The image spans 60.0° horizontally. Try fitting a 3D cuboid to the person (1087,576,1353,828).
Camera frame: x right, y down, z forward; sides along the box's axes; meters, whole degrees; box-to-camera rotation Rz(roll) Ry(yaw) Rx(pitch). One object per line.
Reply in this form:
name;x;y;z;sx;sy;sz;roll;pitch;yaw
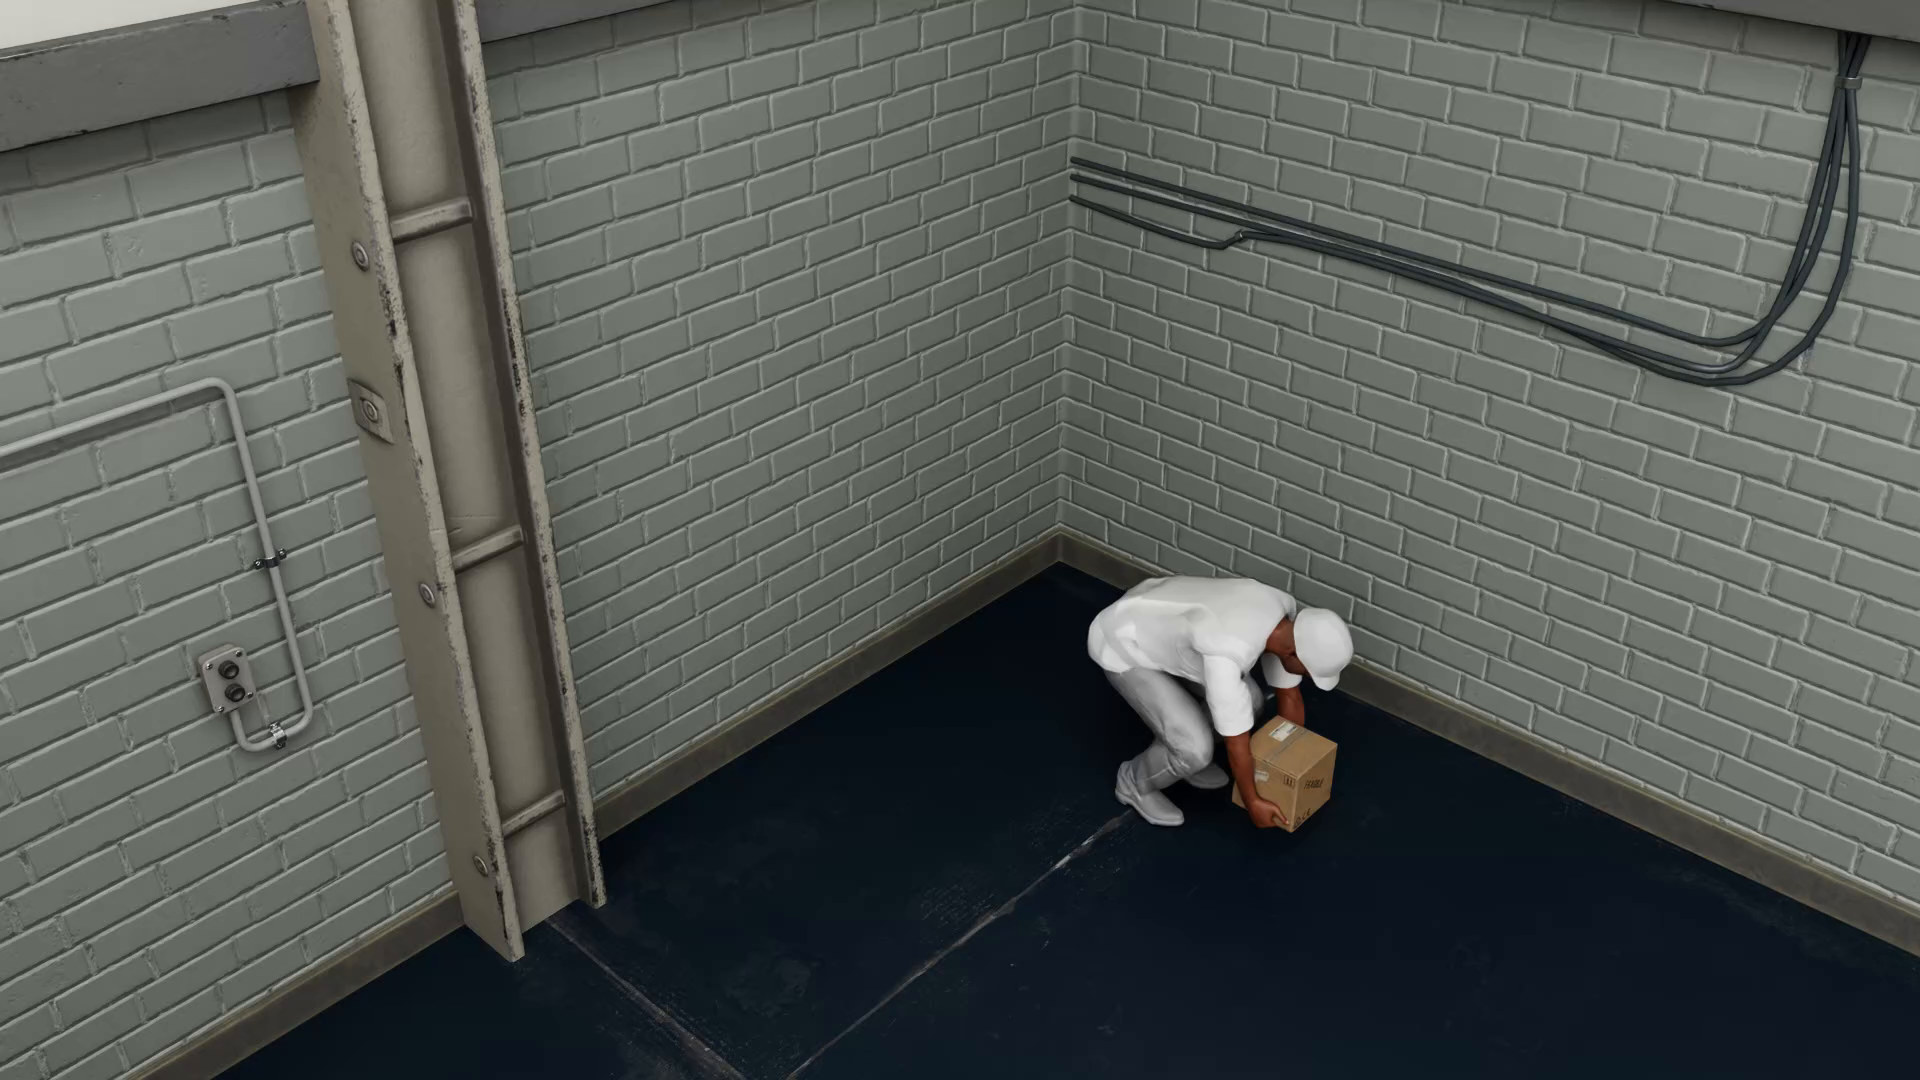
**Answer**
person;0.913;0.557;5.922;0.944;1.012;0.534;24;38;33
